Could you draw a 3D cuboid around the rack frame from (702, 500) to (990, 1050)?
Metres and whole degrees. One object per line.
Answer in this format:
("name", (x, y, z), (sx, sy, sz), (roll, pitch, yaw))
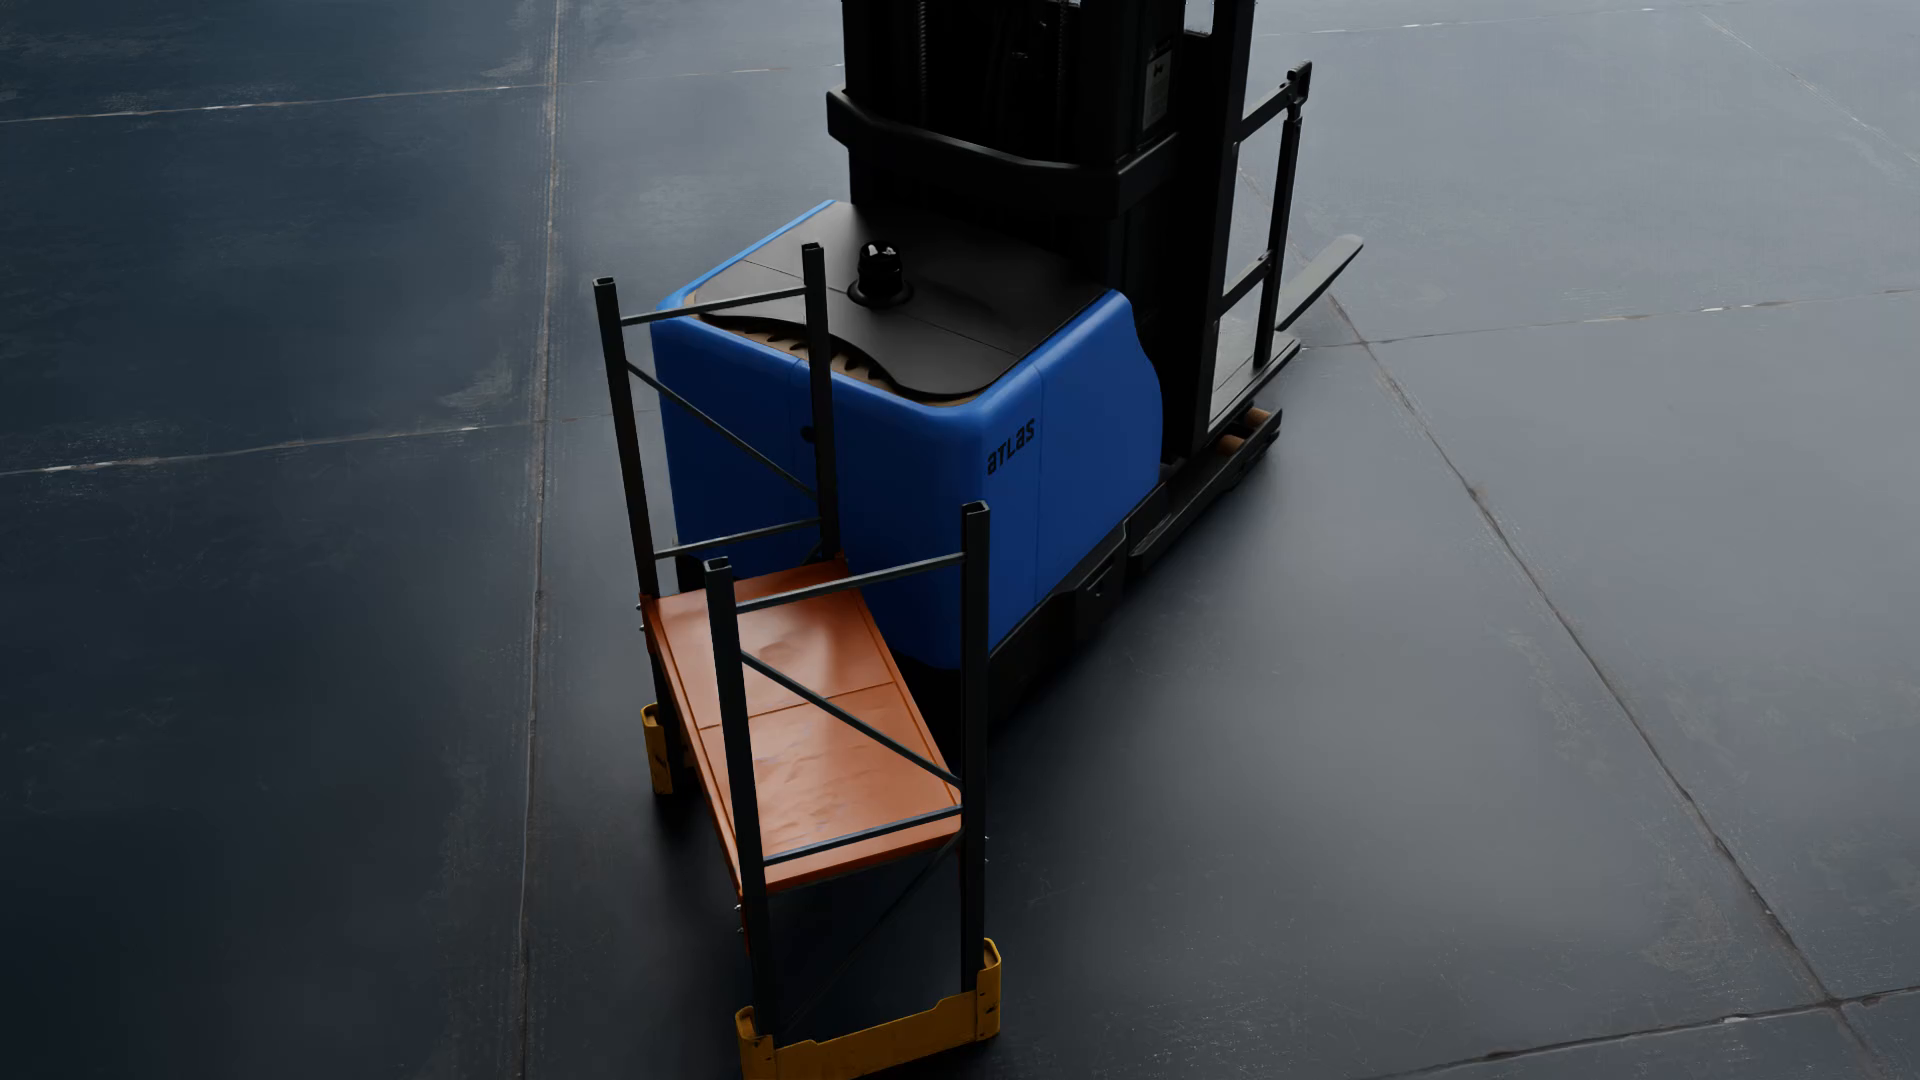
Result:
("rack frame", (-0.188, 0.584, 3.276), (0.500, 1.500, 0.032), (-13, 40, -16))

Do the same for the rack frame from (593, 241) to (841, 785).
("rack frame", (-0.537, -0.002, 4.030), (0.500, 1.500, 0.032), (-13, 40, -16))

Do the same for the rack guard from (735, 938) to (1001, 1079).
("rack guard", (-0.194, 1.066, 3.674), (0.587, 0.250, 0.087), (-13, 40, -16))

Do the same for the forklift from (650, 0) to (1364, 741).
("forklift", (0.424, -1.487, 4.776), (1.130, 2.935, 3.031), (23, 43, 26))

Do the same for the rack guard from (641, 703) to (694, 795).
("rack guard", (-0.536, 0.492, 4.413), (0.587, 0.250, 0.087), (-13, 40, -16))

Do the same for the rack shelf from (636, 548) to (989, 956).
("rack shelf", (-0.362, 0.433, 3.763), (0.538, 0.185, 1.000), (-13, 40, -16))

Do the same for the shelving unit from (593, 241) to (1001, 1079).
("shelving unit", (-0.365, 0.286, 3.660), (0.587, 1.500, 1.083), (-13, 40, -16))
